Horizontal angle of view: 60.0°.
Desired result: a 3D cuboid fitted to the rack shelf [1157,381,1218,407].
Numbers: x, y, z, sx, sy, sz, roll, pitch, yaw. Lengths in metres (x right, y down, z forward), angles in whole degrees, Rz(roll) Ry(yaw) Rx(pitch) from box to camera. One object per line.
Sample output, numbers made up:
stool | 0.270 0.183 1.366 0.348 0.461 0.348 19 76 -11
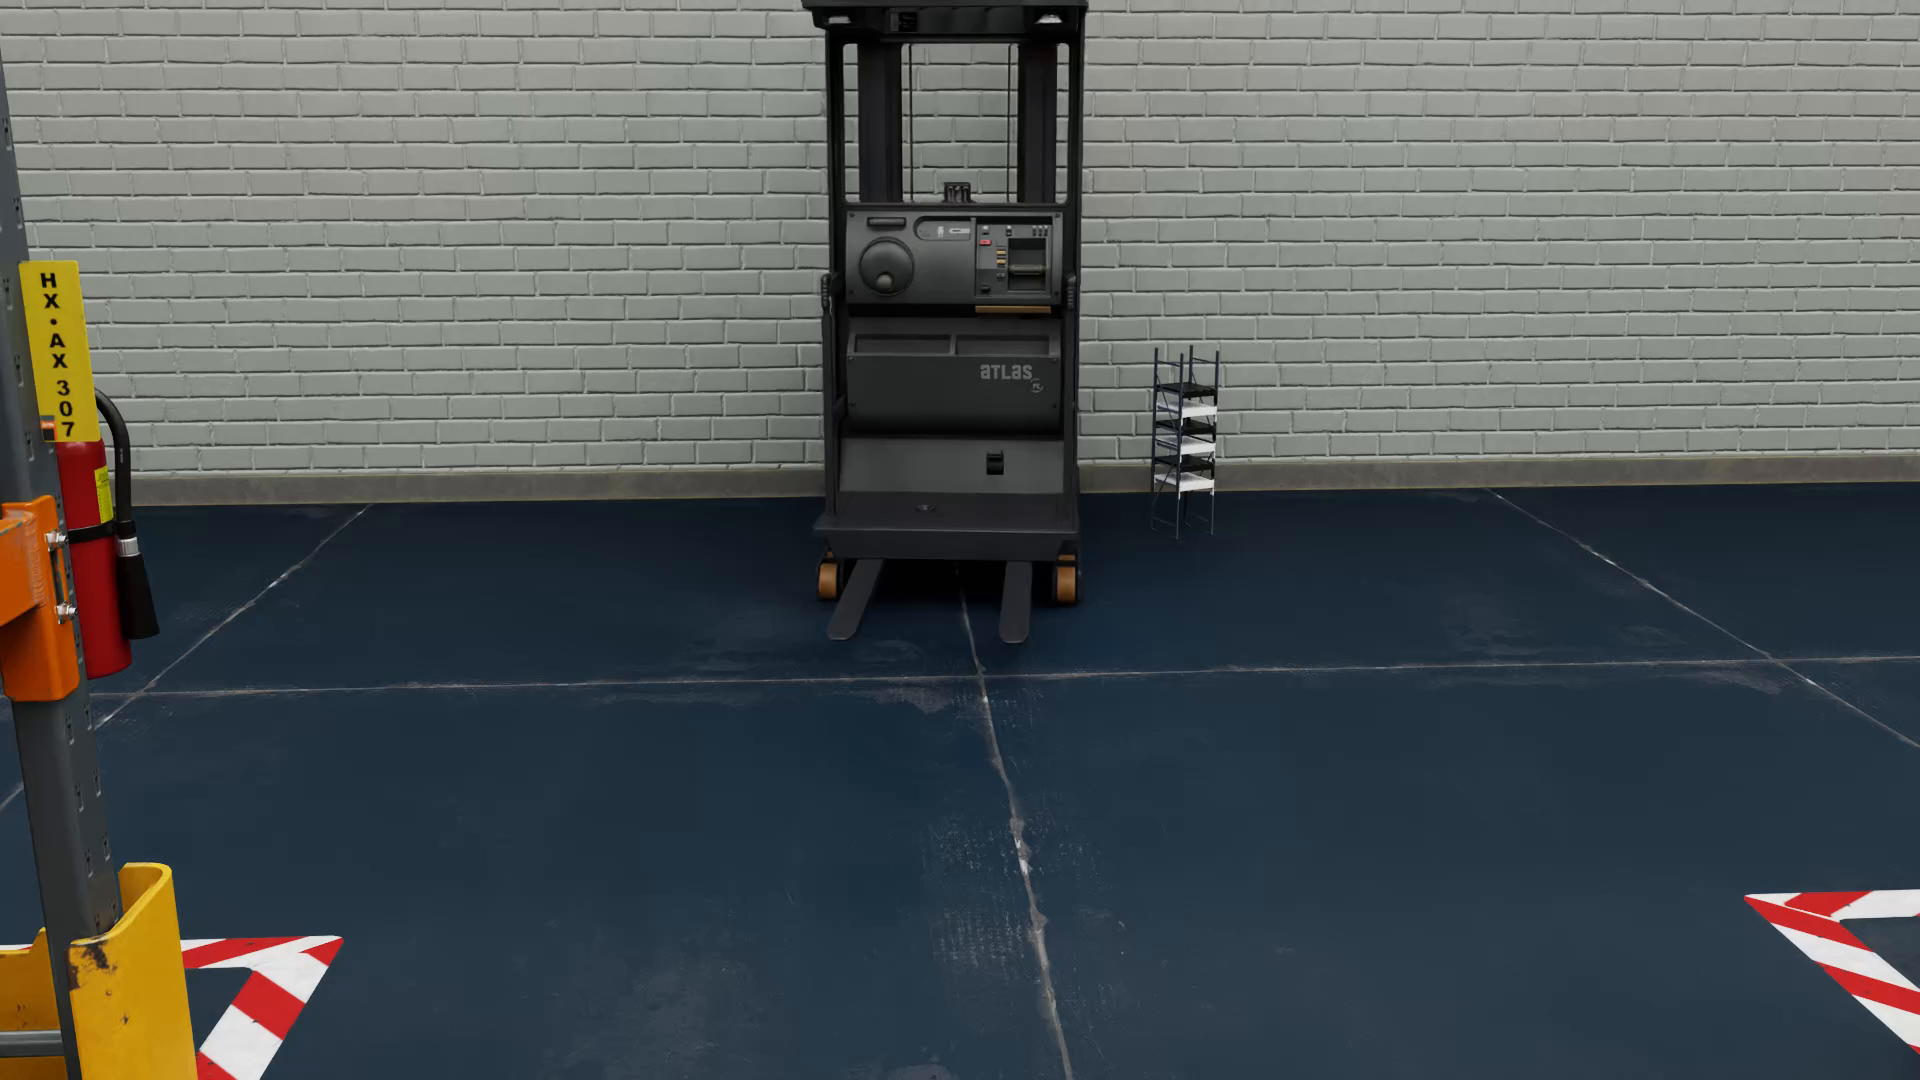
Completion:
rack shelf | 1.087 -0.707 8.017 0.200 0.077 0.258 -7 16 -26

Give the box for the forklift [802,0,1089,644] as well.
forklift | -0.035 -1.231 6.927 1.130 2.935 3.031 1 14 3

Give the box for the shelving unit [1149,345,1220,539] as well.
shelving unit | 1.087 -0.478 8.076 0.210 0.900 0.258 -7 16 -26

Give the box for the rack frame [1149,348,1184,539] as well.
rack frame | 0.996 -0.466 8.032 0.006 0.900 0.240 -7 16 -26

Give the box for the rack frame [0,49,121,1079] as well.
rack frame | -2.163 -0.246 2.962 0.949 2.616 0.053 -1 14 -3

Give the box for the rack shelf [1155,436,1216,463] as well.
rack shelf | 1.087 -0.445 8.085 0.200 0.077 0.258 -7 16 -26

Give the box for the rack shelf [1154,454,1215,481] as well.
rack shelf | 1.087 -0.358 8.107 0.200 0.077 0.258 -7 16 -26

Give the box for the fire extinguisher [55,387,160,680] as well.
fire extinguisher | -1.722 -0.072 3.191 0.296 0.674 0.183 -1 14 -3

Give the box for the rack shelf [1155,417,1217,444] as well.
rack shelf | 1.087 -0.532 8.062 0.200 0.077 0.258 -7 16 -26

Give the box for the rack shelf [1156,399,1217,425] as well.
rack shelf | 1.087 -0.620 8.040 0.200 0.077 0.258 -7 16 -26

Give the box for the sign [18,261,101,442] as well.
sign | -1.618 -0.337 2.990 0.100 0.325 0.005 -1 14 -3

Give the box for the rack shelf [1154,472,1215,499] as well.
rack shelf | 1.087 -0.271 8.130 0.200 0.077 0.258 -7 16 -26

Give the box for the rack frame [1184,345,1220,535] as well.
rack frame | 1.178 -0.489 8.121 0.006 0.900 0.240 -7 16 -26

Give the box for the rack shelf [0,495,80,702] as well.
rack shelf | -2.042 0.600 1.118 1.077 0.370 4.000 -1 14 -3

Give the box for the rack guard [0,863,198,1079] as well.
rack guard | -2.181 0.959 3.296 1.175 0.500 0.348 -1 14 -3
